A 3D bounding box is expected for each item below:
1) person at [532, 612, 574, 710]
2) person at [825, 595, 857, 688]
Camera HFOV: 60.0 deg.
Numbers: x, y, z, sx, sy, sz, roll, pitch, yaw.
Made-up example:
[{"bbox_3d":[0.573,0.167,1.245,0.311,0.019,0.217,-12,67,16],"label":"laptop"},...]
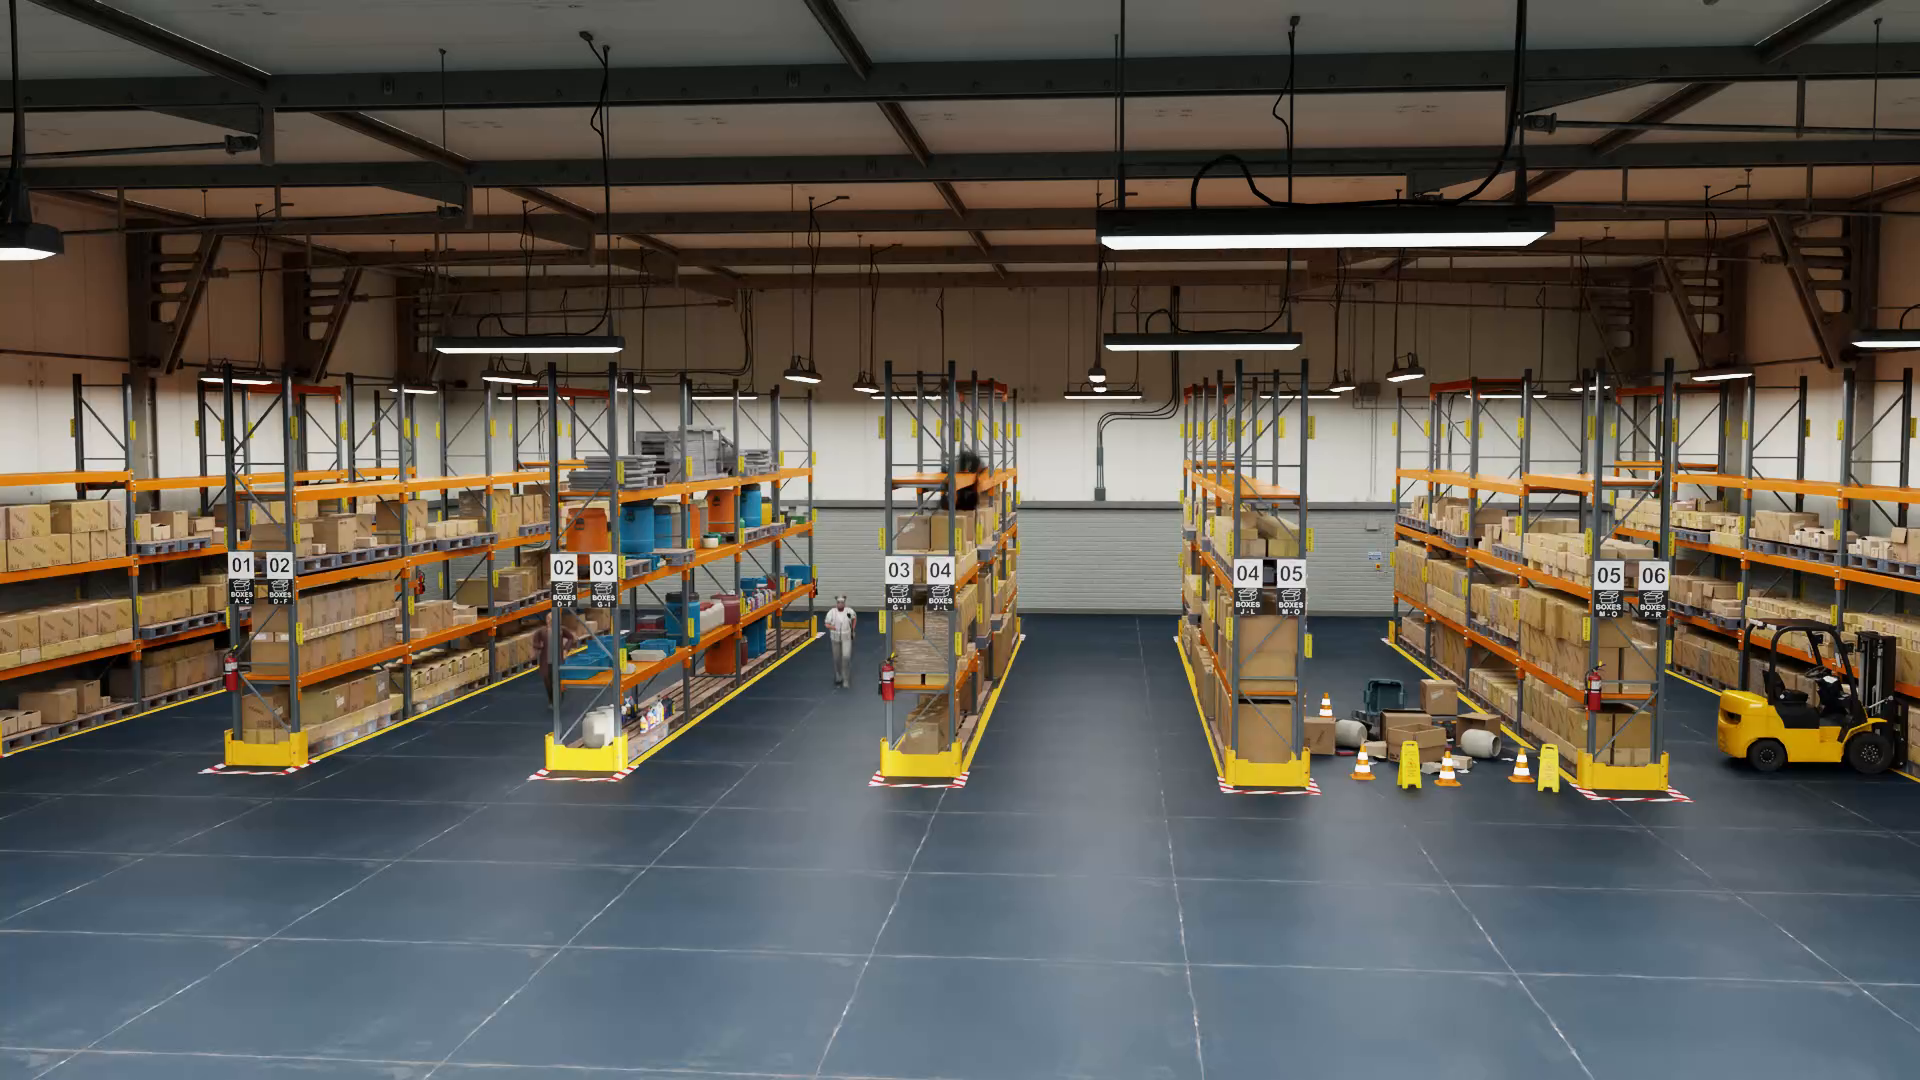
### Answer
[{"bbox_3d":[-7.206,2.187,29.379,0.685,1.826,0.776,0,4,-2],"label":"person"},{"bbox_3d":[-2.349,1.964,32.723,0.608,1.813,0.909,0,4,1],"label":"person"}]
